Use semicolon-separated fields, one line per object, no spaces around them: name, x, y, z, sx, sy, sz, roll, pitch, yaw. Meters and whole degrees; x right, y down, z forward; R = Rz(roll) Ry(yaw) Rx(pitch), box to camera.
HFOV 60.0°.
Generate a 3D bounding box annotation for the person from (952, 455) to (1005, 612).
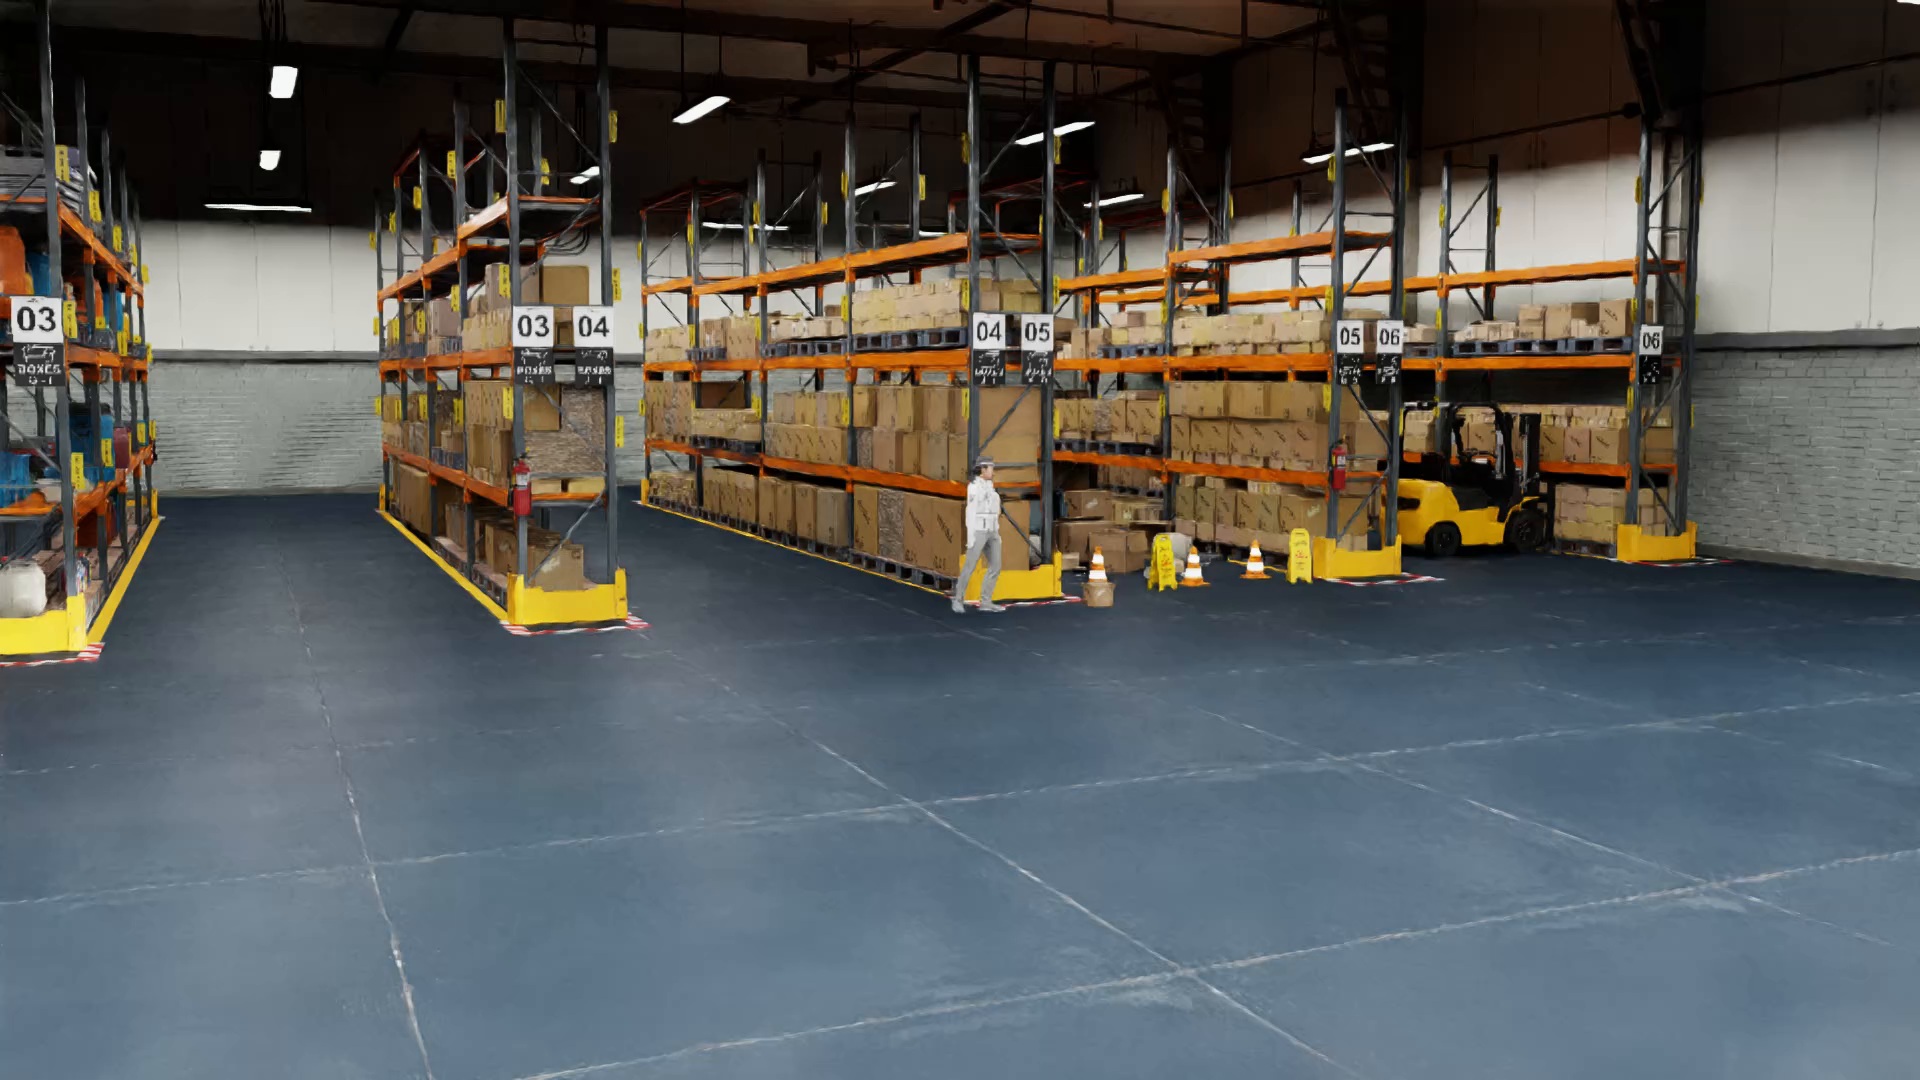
person;0.183;-0.061;17.647;0.478;1.664;0.596;3;6;29
